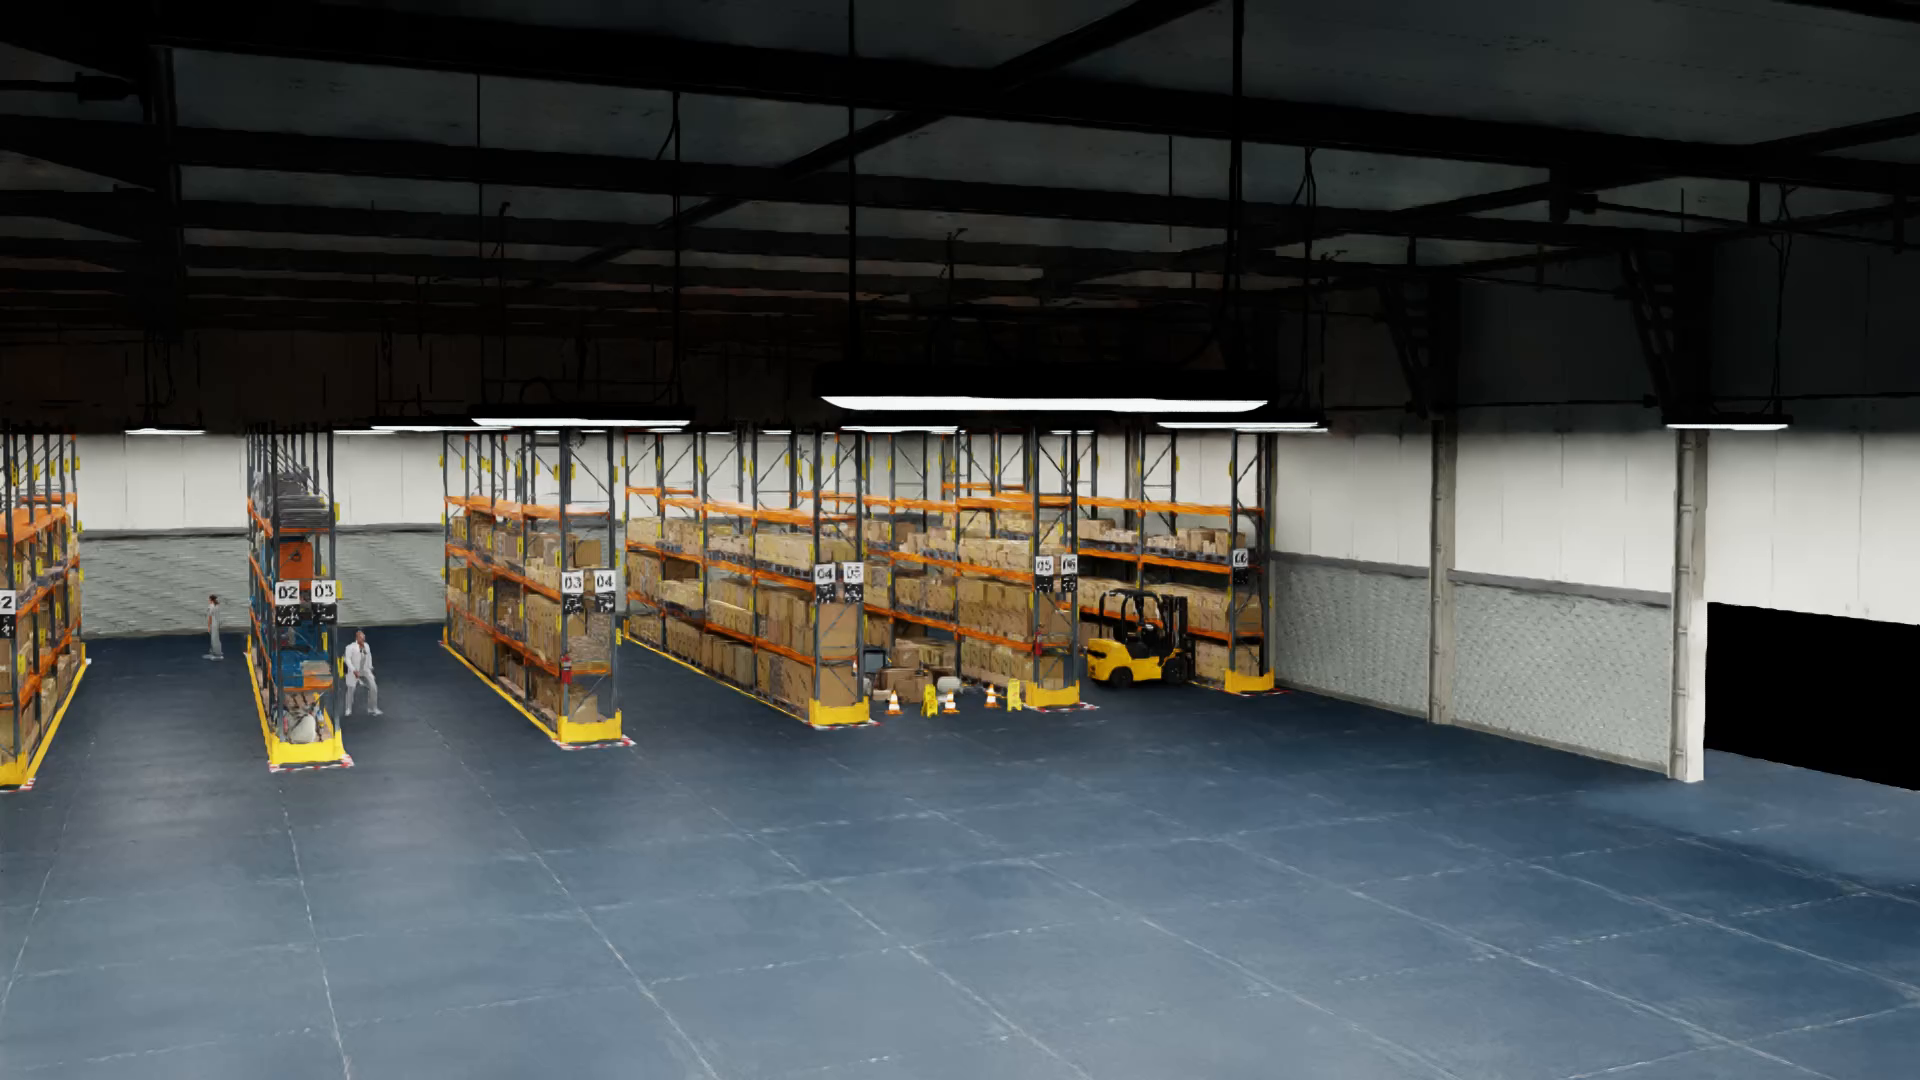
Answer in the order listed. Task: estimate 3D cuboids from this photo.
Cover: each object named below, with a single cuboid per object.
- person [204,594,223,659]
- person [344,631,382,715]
[{"bbox_3d":[-19.187,2.205,42.680,0.540,1.668,0.546,0,4,-6],"label":"person"},{"bbox_3d":[-12.319,2.726,34.098,0.786,1.712,0.706,3,5,43],"label":"person"}]
